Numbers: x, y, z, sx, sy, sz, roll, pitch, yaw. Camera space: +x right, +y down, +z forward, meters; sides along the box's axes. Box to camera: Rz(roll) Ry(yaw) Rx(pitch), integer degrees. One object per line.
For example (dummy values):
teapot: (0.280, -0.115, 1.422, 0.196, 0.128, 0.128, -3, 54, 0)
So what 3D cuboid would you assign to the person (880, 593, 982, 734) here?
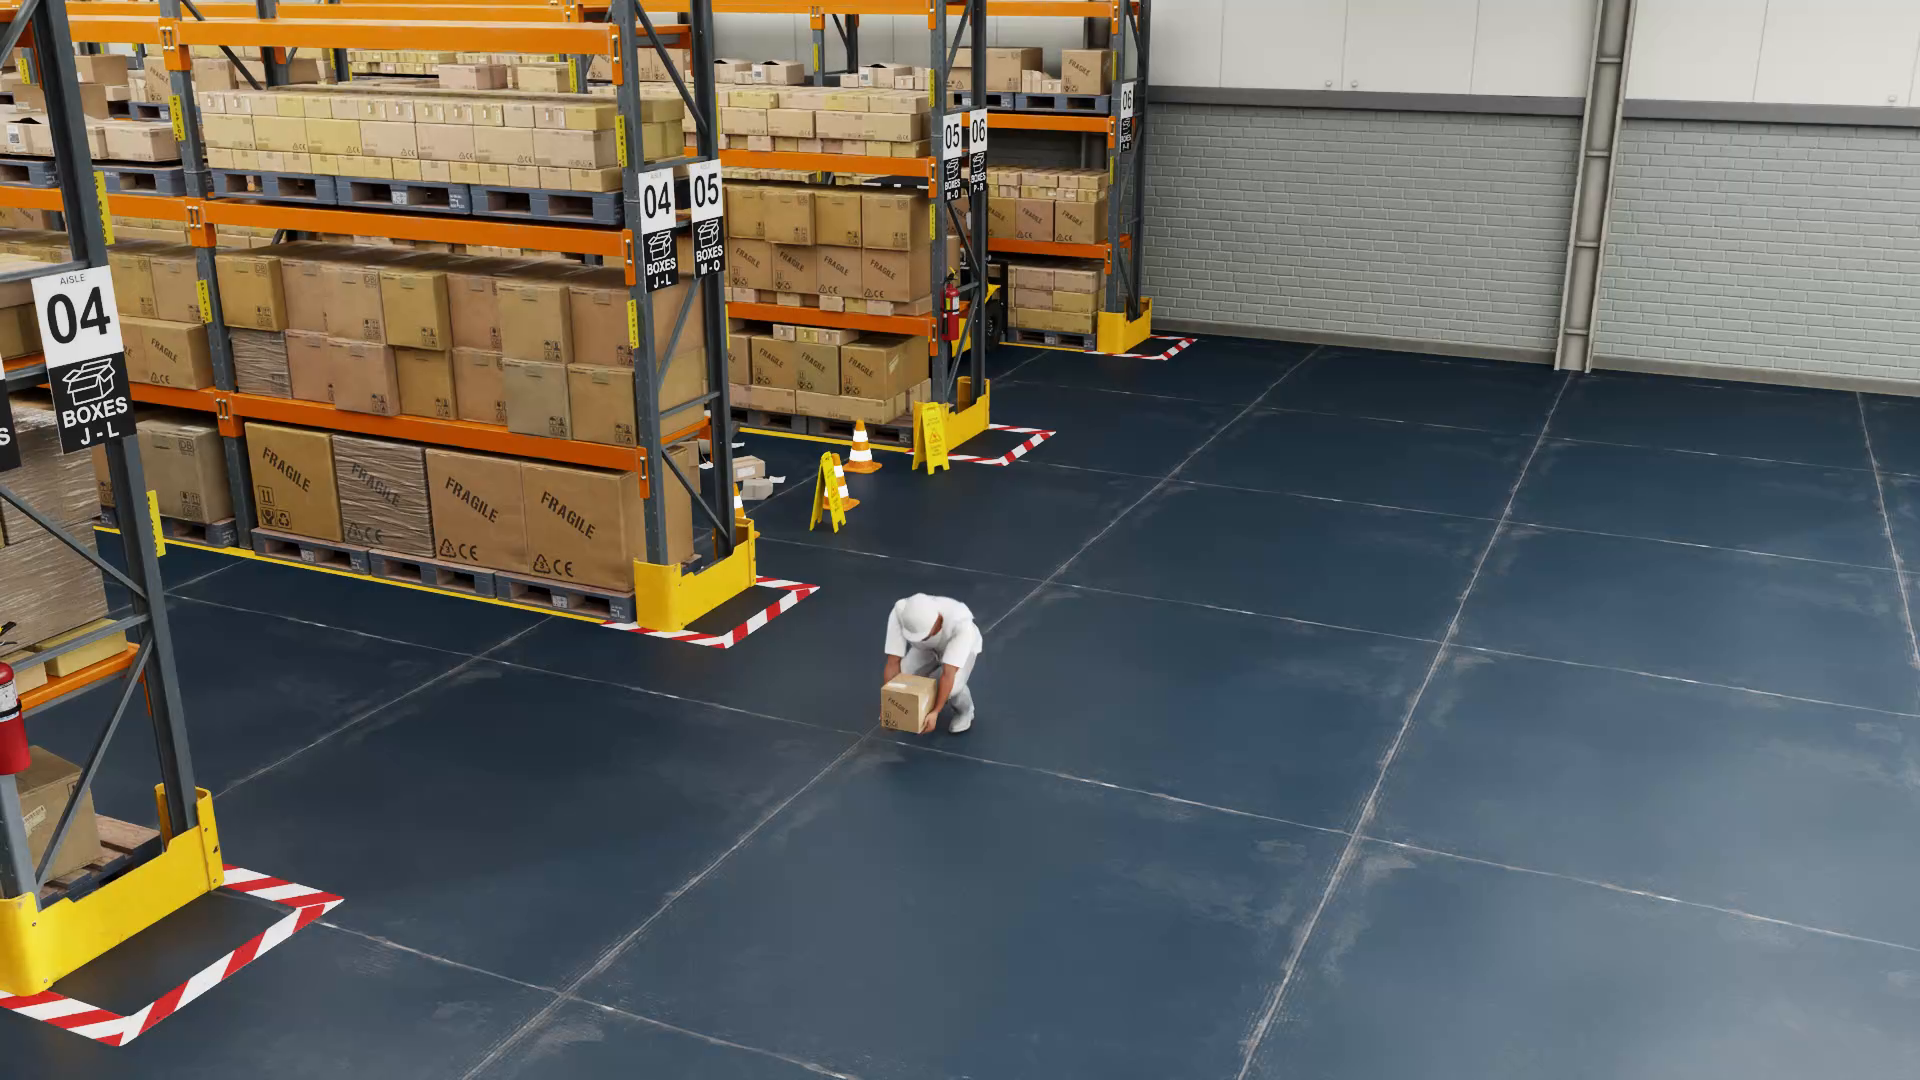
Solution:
person: (-0.147, 0.710, 10.137, 0.546, 1.011, 0.902, 8, 20, 22)
